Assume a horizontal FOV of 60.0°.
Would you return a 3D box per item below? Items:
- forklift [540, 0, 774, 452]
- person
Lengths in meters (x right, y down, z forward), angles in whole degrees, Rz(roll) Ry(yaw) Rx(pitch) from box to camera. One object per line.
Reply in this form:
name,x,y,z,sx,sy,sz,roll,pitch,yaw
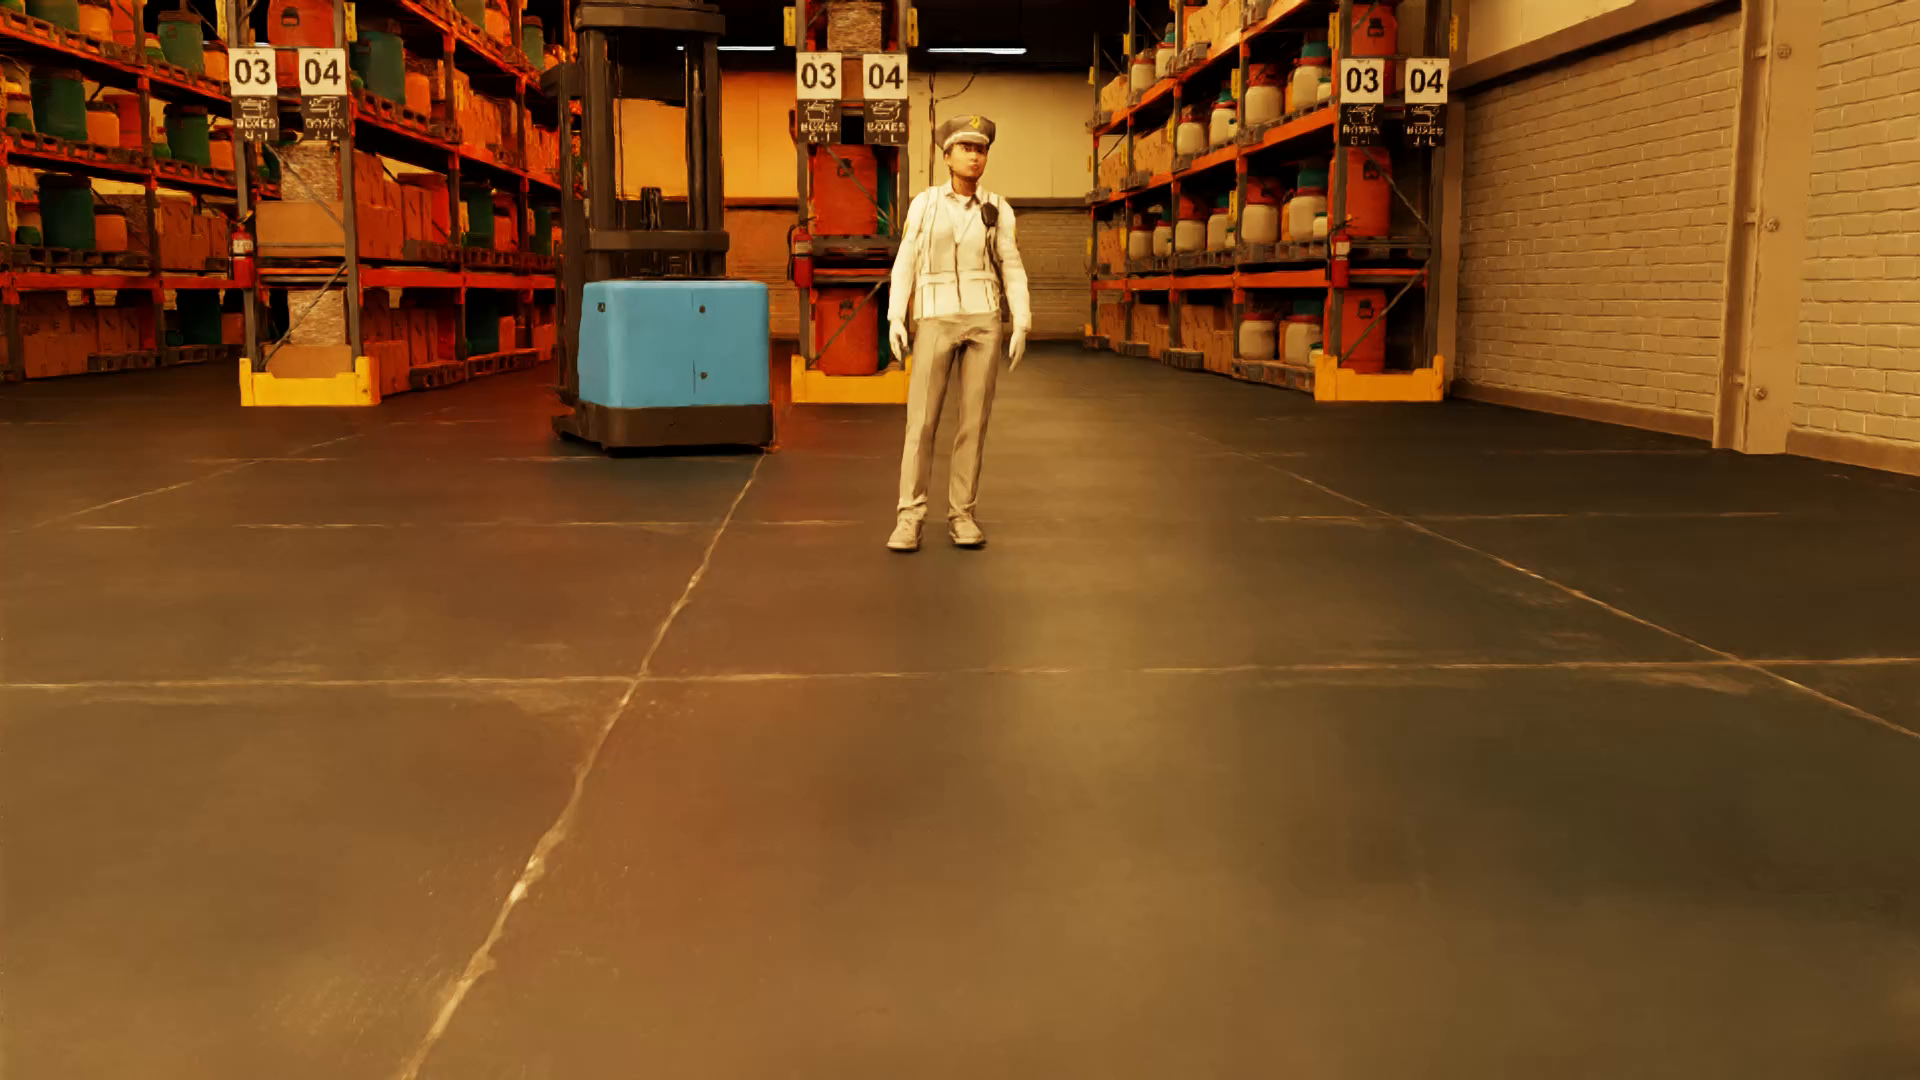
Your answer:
forklift,-2.239,-2.175,11.479,1.130,2.935,3.031,-4,9,-23
person,-0.003,-0.836,6.617,0.586,1.695,0.532,-1,8,-4
